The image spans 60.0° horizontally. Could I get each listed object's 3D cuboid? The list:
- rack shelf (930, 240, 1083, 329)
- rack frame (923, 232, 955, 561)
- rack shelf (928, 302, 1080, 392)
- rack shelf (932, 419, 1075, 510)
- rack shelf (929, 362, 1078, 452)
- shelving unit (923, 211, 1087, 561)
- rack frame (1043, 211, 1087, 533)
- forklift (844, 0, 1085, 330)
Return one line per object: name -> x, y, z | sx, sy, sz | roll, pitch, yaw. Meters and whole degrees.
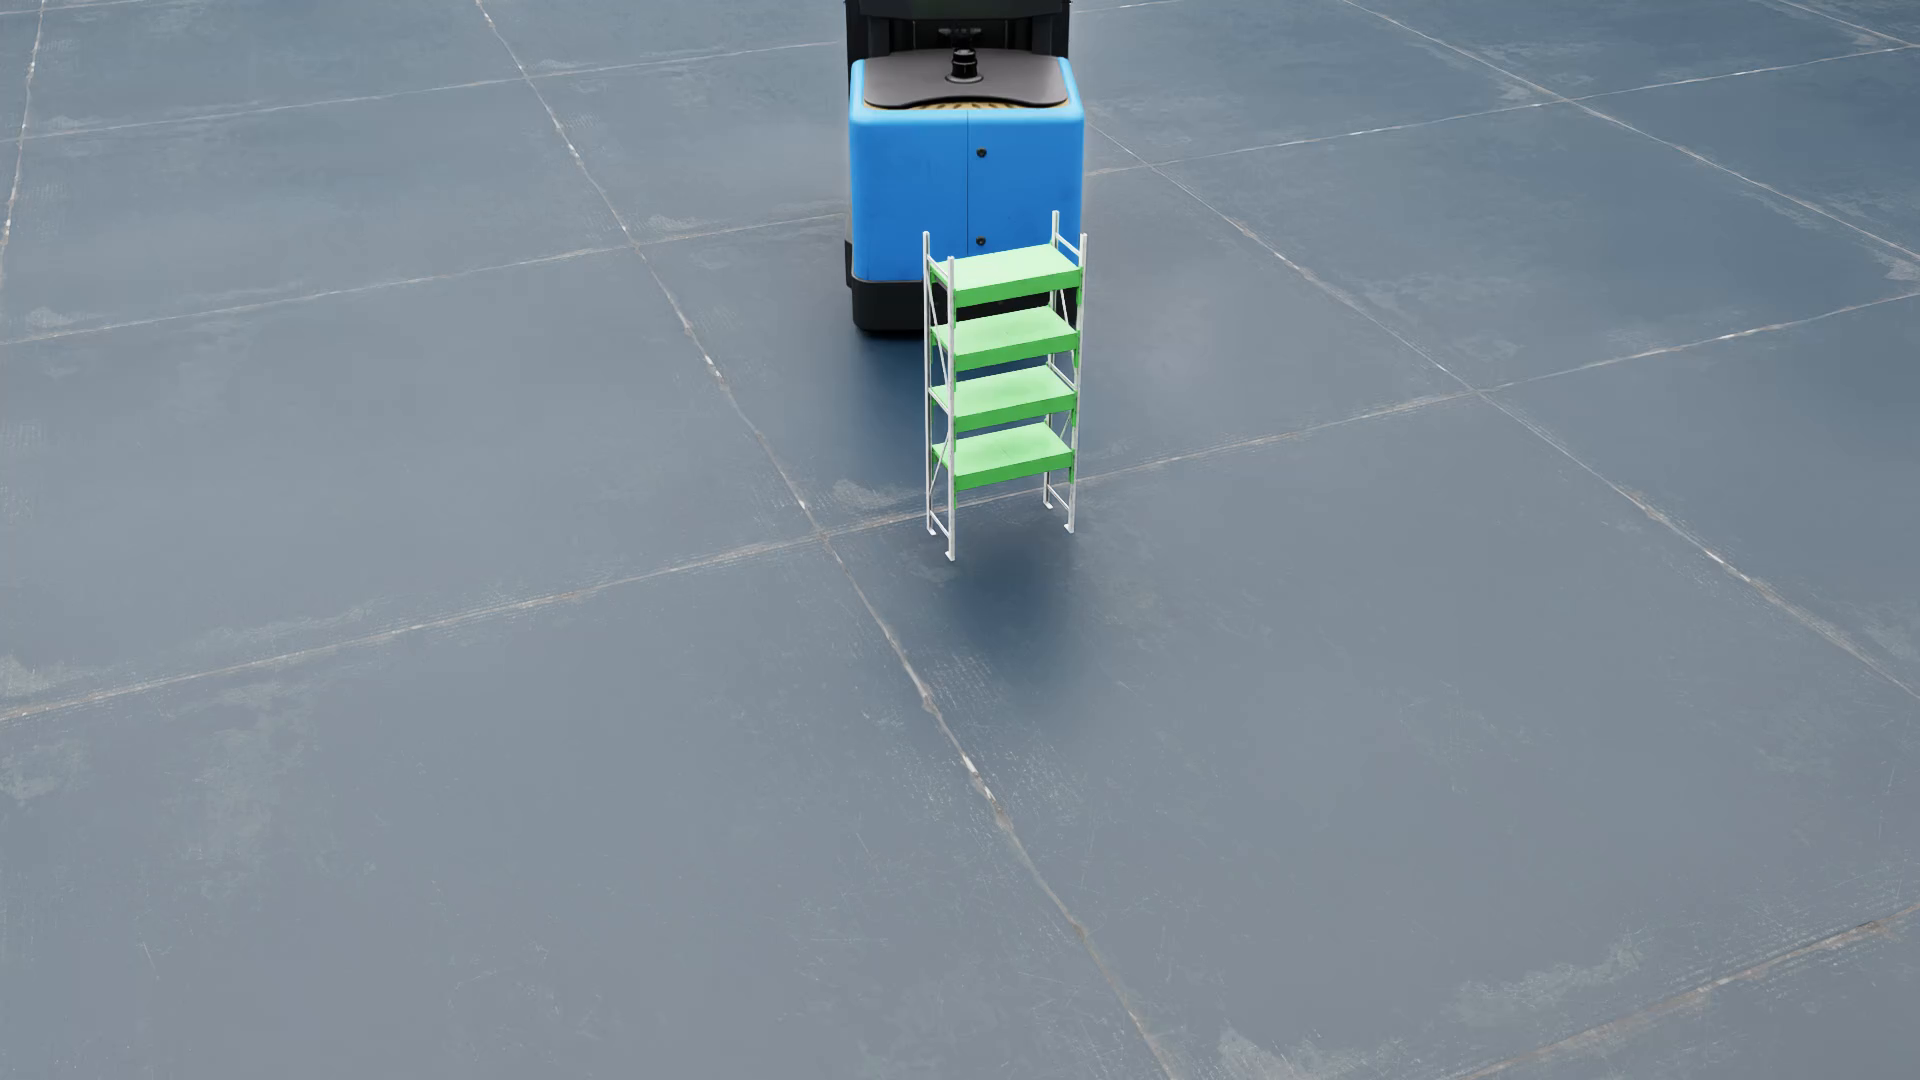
rack shelf -> 0.153, -0.887, 5.750 | 0.480, 0.148, 0.258 | -13, 35, -19
rack frame -> -0.072, -0.486, 5.897 | 0.015, 1.200, 0.240 | -13, 35, -19
rack shelf -> 0.153, -0.685, 5.880 | 0.480, 0.148, 0.258 | -13, 35, -19
rack shelf -> 0.153, -0.283, 6.142 | 0.480, 0.148, 0.258 | -13, 35, -19
rack shelf -> 0.153, -0.484, 6.011 | 0.480, 0.148, 0.258 | -13, 35, -19
shelving unit -> 0.153, -0.538, 5.976 | 0.503, 1.200, 0.258 | -13, 35, -19
rack frame -> 0.378, -0.589, 6.056 | 0.015, 1.200, 0.240 | -13, 35, -19
forklift -> -0.022, -2.958, 8.109 | 1.130, 2.935, 3.031 | -1, 33, -2
